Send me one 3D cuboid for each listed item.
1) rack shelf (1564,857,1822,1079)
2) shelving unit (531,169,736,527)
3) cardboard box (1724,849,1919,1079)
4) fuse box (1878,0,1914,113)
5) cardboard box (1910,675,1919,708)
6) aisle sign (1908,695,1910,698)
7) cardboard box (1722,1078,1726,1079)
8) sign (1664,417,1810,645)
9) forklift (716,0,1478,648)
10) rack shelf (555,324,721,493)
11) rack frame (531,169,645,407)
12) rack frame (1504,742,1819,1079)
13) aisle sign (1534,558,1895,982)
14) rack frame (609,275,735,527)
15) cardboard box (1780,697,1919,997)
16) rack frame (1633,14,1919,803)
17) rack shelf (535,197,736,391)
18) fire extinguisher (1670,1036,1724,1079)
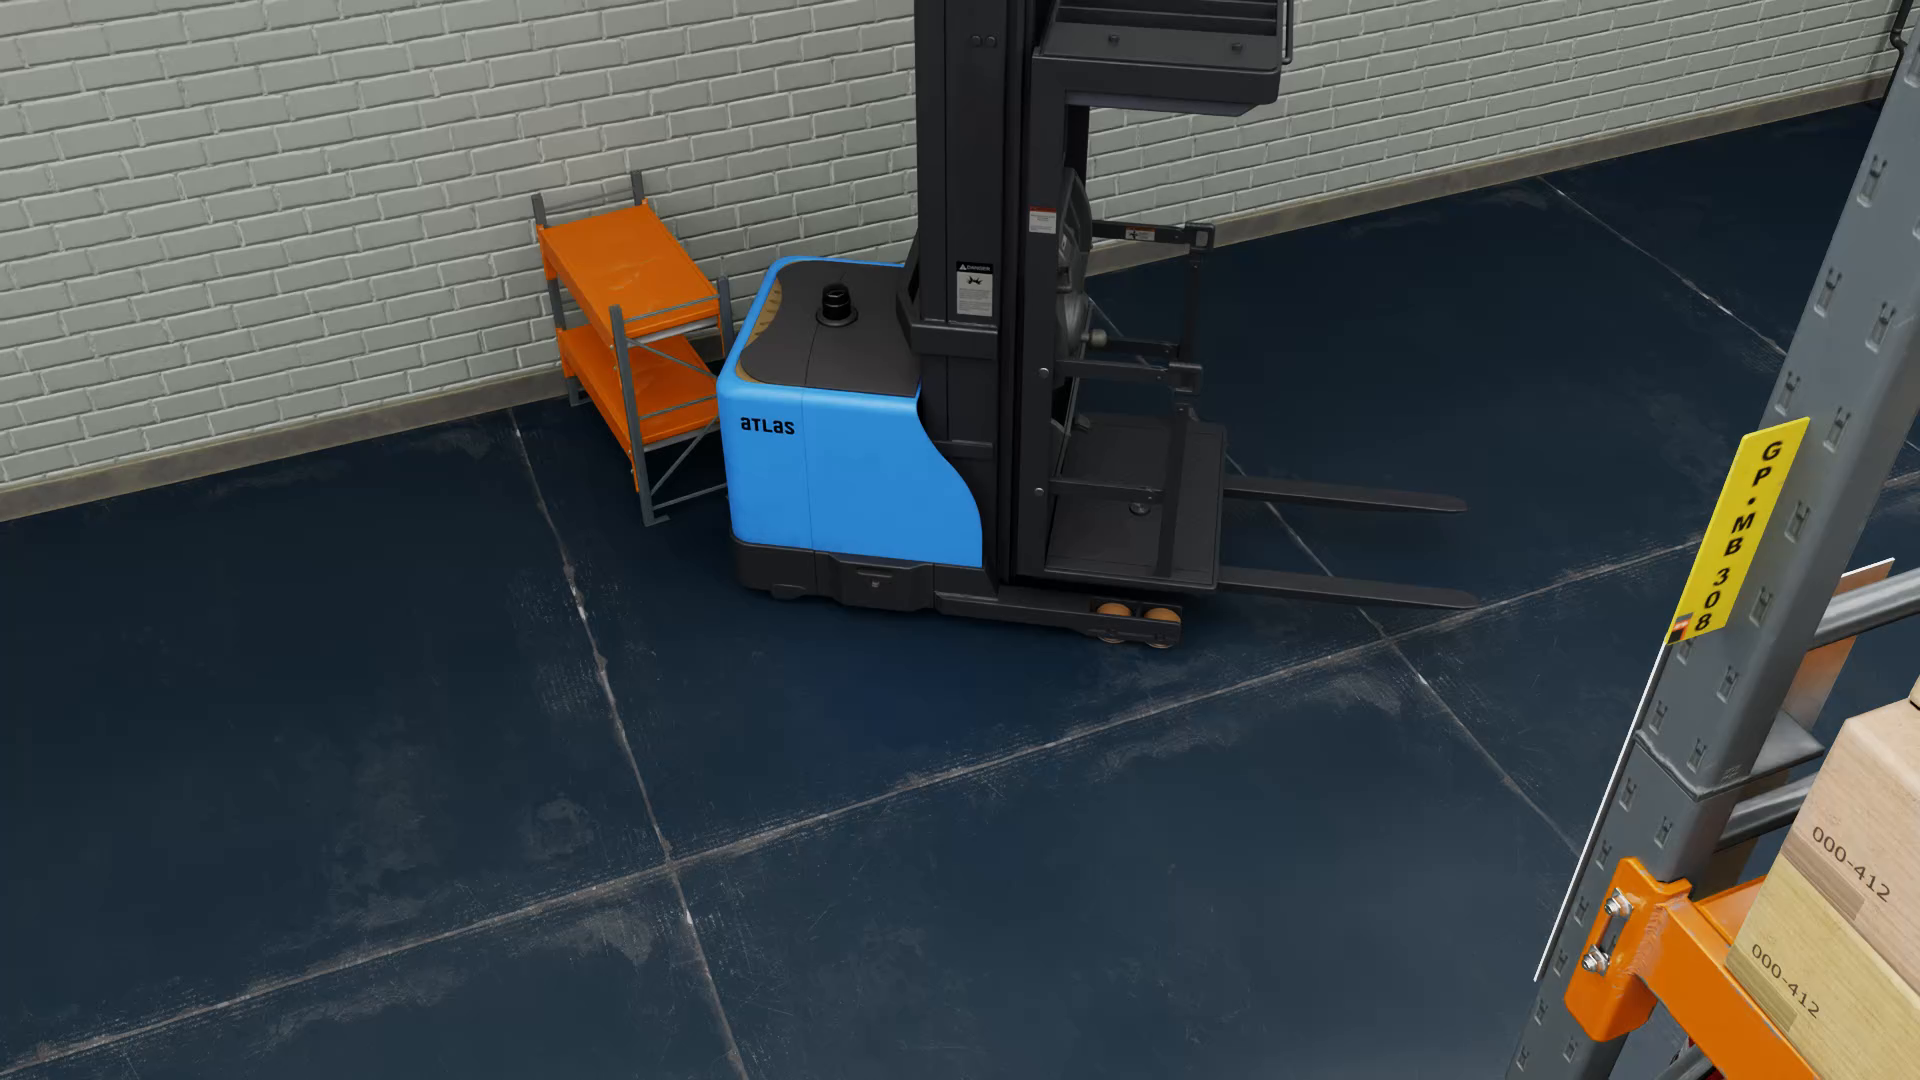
[{"bbox_3d":[2.192,1.669,1.260,1.077,0.370,4.000,-15,43,-17],"label":"rack shelf"},{"bbox_3d":[-1.411,-0.861,7.388,0.538,1.125,1.048,-19,44,-21],"label":"shelving unit"},{"bbox_3d":[1.363,0.582,2.087,0.500,0.250,0.500,-14,43,-15],"label":"cardboard box"},{"bbox_3d":[5.779,-3.306,9.782,0.539,1.711,0.414,-15,43,-17],"label":"fuse box"},{"bbox_3d":[1.340,0.159,1.890,0.380,0.149,0.250,-15,43,-17],"label":"cardboard box"},{"bbox_3d":[1.676,0.224,2.695,0.394,0.787,0.004,-15,43,-17],"label":"aisle sign"},{"bbox_3d":[1.353,1.135,2.558,0.500,0.500,0.500,-15,43,-17],"label":"cardboard box"},{"bbox_3d":[0.926,-0.005,1.984,0.100,0.325,0.005,-15,43,-17],"label":"sign"},{"bbox_3d":[0.615,-1.047,6.220,3.031,2.935,1.130,6,41,7],"label":"forklift"},{"bbox_3d":[-1.411,-0.675,7.547,0.538,0.278,1.000,-19,44,-21],"label":"rack shelf"},{"bbox_3d":[-1.653,-1.152,7.727,0.500,1.125,0.032,-19,44,-21],"label":"rack frame"},{"bbox_3d":[1.427,1.328,3.405,1.000,3.000,0.127,-15,43,-17],"label":"rack frame"},{"bbox_3d":[1.122,0.374,2.521,0.394,0.787,0.004,-15,43,-17],"label":"aisle sign"},{"bbox_3d":[-1.169,-0.569,7.049,0.500,1.125,0.032,-19,44,-21],"label":"rack frame"},{"bbox_3d":[1.359,0.394,1.923,0.500,0.250,0.500,-14,43,-16],"label":"cardboard box"},{"bbox_3d":[1.427,-0.946,1.449,1.000,3.000,0.127,-15,43,-17],"label":"rack frame"},{"bbox_3d":[-1.411,-1.082,7.197,0.538,0.278,1.000,-19,44,-21],"label":"rack shelf"},{"bbox_3d":[1.757,1.232,3.862,0.296,0.674,0.183,-15,43,-17],"label":"fire extinguisher"}]
